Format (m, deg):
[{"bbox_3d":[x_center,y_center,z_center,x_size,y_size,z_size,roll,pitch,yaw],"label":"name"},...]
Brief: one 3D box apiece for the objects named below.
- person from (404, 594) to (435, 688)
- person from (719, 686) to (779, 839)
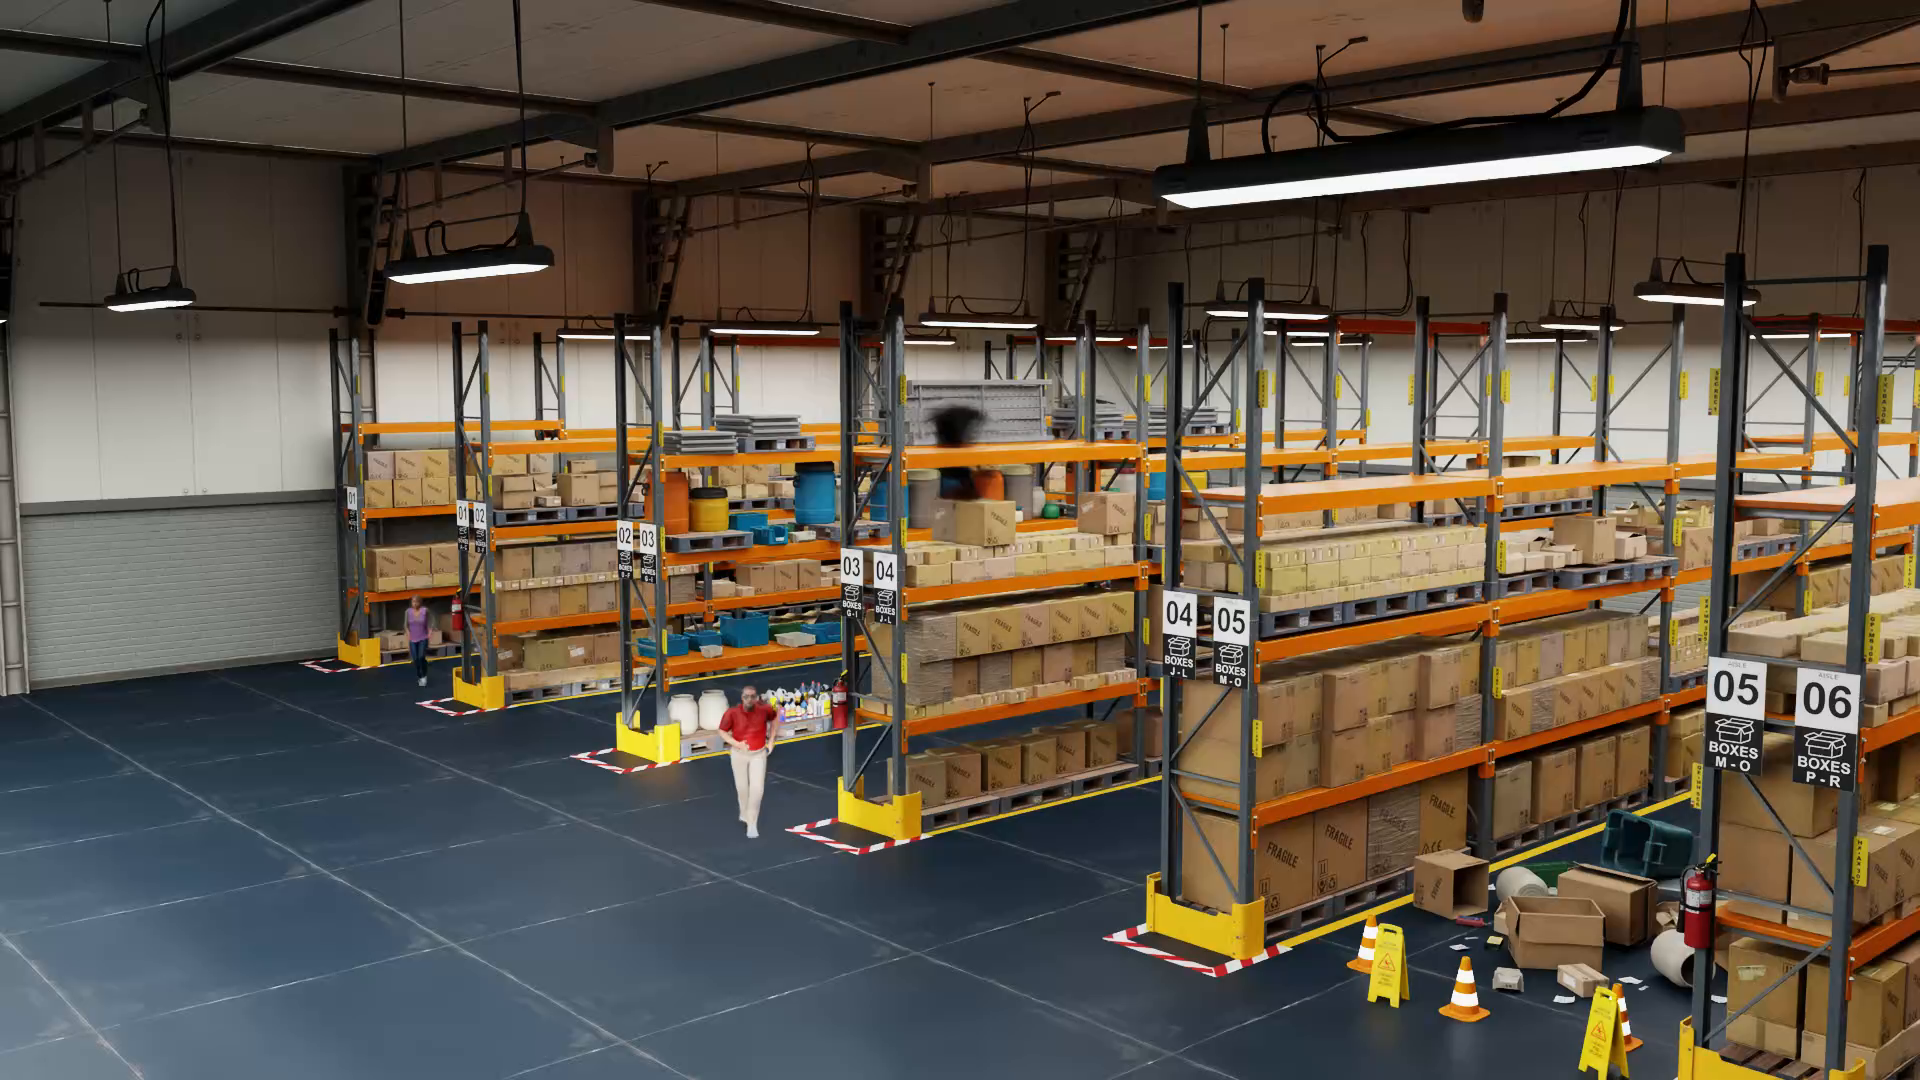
[{"bbox_3d":[-8.942,1.668,27.507,0.472,1.573,0.735,0,6,-4],"label":"person"},{"bbox_3d":[-2.399,2.481,18.921,0.680,1.746,0.925,-1,6,-9],"label":"person"}]
